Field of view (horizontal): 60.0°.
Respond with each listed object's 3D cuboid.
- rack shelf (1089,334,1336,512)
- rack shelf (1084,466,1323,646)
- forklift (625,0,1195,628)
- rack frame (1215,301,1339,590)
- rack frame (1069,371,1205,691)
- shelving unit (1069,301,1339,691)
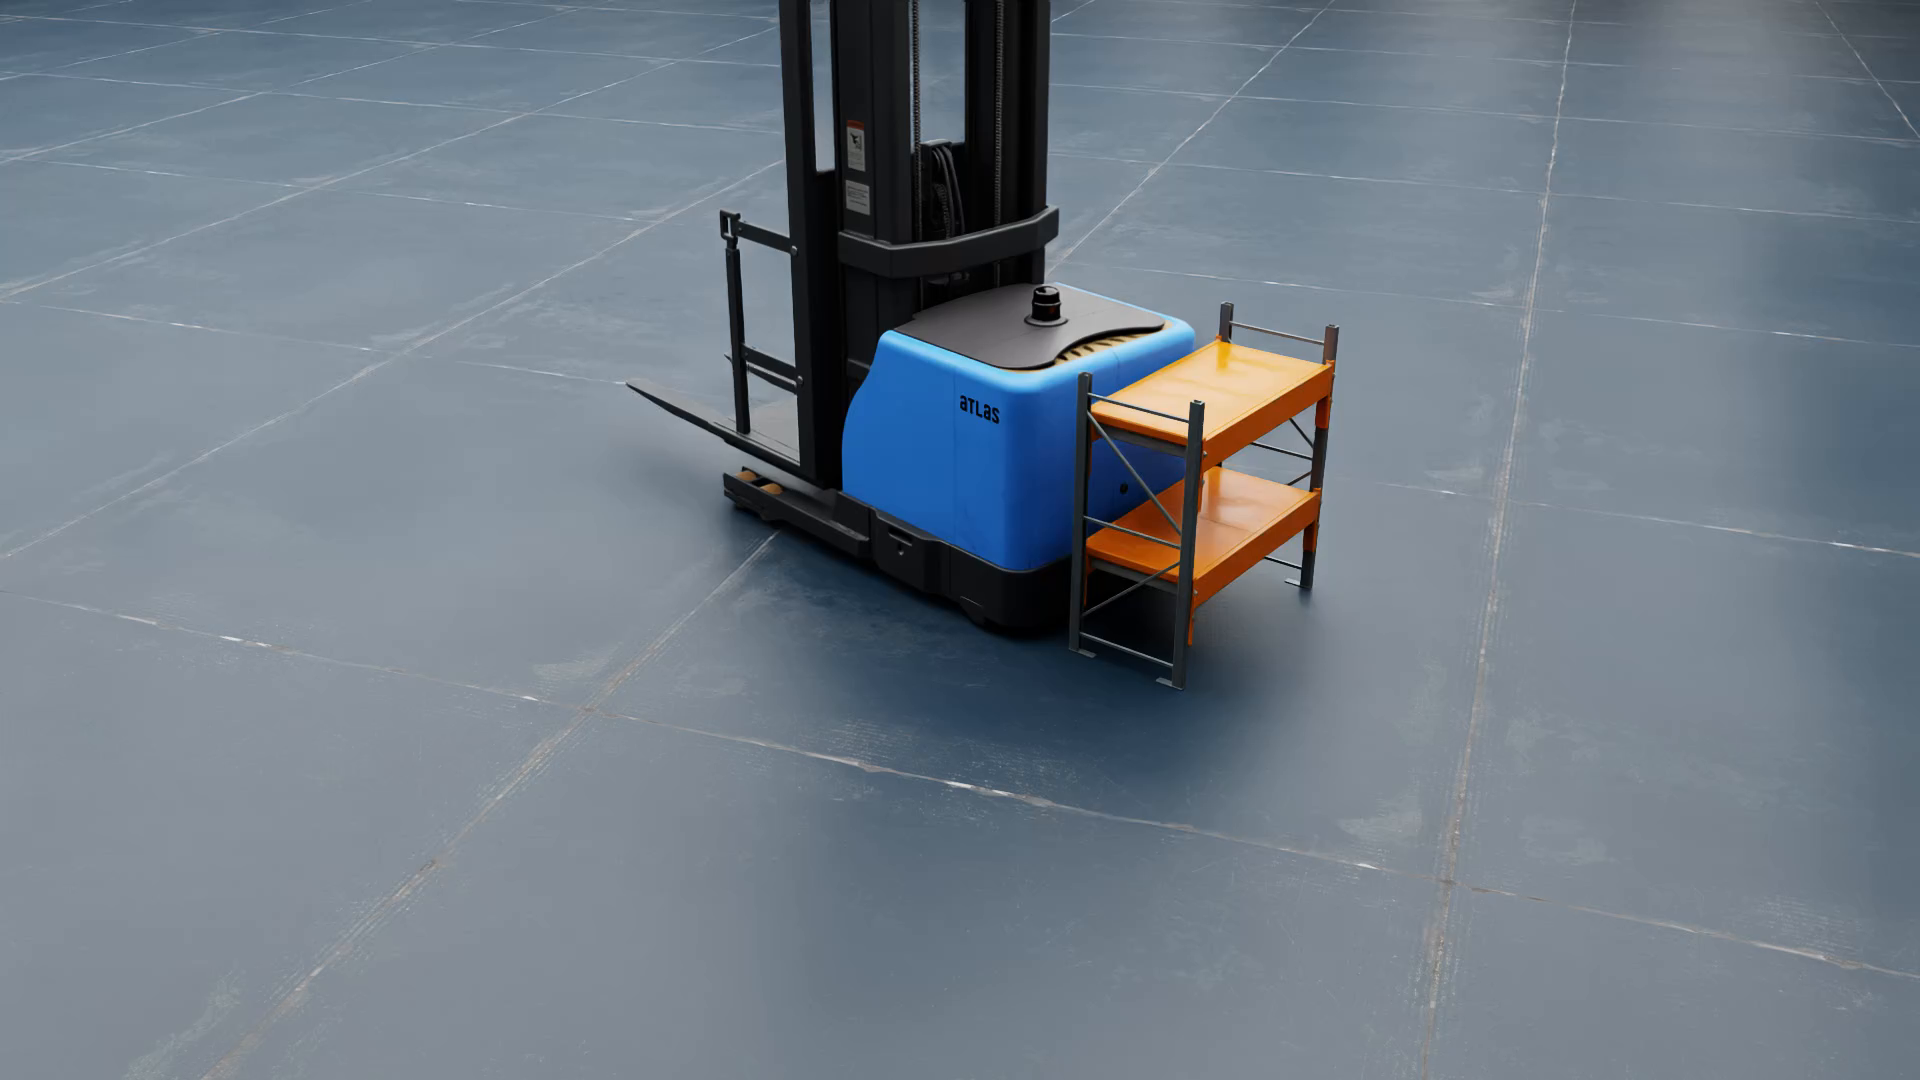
[{"bbox_3d":[0.934,-0.462,6.242,0.538,0.278,1.000,19,31,33],"label":"rack shelf"},{"bbox_3d":[0.934,0.022,6.476,0.538,0.278,1.000,19,31,33],"label":"rack shelf"},{"bbox_3d":[-0.422,-1.536,7.060,1.130,2.935,3.031,-22,33,-38],"label":"forklift"},{"bbox_3d":[1.245,-0.374,6.732,0.500,1.125,0.032,19,31,33],"label":"rack frame"},{"bbox_3d":[0.624,-0.023,6.007,0.500,1.125,0.032,19,31,33],"label":"rack frame"},{"bbox_3d":[0.934,-0.199,6.369,0.538,1.125,1.048,19,31,33],"label":"shelving unit"}]
